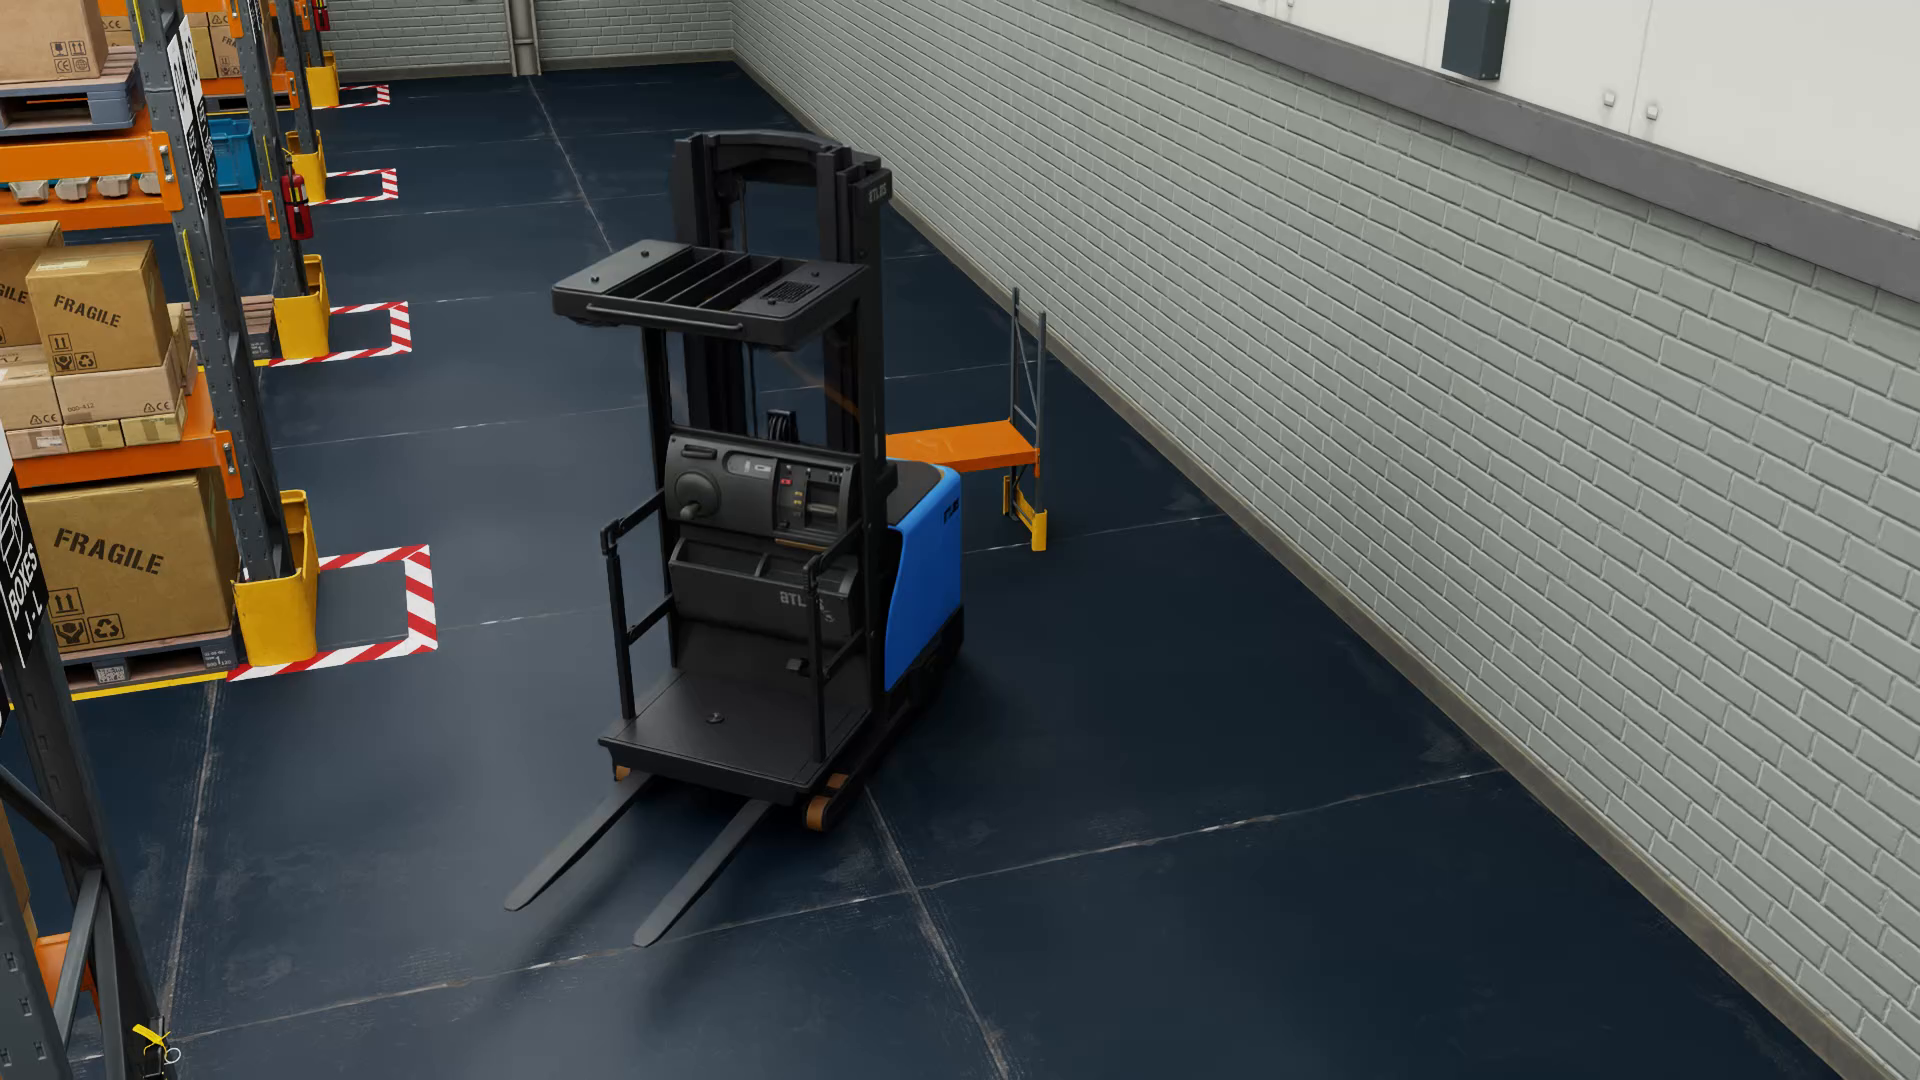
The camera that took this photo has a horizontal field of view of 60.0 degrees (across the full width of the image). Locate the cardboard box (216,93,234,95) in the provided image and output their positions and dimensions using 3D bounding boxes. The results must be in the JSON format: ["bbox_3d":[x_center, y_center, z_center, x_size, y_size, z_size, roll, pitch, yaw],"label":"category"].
[{"bbox_3d":[-9.547,-6.067,21.436,0.500,0.500,0.700,-8,28,-16],"label":"cardboard box"}]

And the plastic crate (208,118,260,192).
[{"bbox_3d":[-5.629,-2.935,12.681,0.499,0.435,0.616,-8,28,-16],"label":"plastic crate"}]

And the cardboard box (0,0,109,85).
[{"bbox_3d":[-4.312,-2.450,7.741,0.500,0.500,0.700,-10,28,-19],"label":"cardboard box"}]

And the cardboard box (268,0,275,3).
[{"bbox_3d":[-8.918,-7.266,21.175,0.700,0.700,0.980,-7,27,-14],"label":"cardboard box"}]

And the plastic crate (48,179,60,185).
[{"bbox_3d":[-6.957,-2.893,12.825,0.300,0.233,0.416,-8,28,-16],"label":"plastic crate"}]

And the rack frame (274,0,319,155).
[{"bbox_3d":[-6.899,-5.112,17.174,0.127,3.000,1.000,-8,28,-16],"label":"rack frame"}]

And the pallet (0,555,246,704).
[{"bbox_3d":[-4.571,0.469,9.068,1.213,0.211,1.003,-8,28,-16],"label":"pallet"}]

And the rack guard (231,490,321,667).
[{"bbox_3d":[-3.812,0.193,9.299,0.348,0.500,1.175,-8,28,-16],"label":"rack guard"}]

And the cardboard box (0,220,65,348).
[{"bbox_3d":[-4.850,-1.304,8.495,0.500,0.500,0.500,-9,28,-17],"label":"cardboard box"}]

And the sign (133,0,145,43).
[{"bbox_3d":[-3.680,-2.396,7.424,0.005,0.325,0.100,-8,28,-16],"label":"sign"}]

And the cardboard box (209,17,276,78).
[{"bbox_3d":[-7.240,-4.980,16.796,0.500,0.500,0.500,-7,27,-15],"label":"cardboard box"}]

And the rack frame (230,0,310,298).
[{"bbox_3d":[-5.368,-3.017,12.954,0.127,3.000,1.000,-8,28,-16],"label":"rack frame"}]

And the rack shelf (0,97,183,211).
[{"bbox_3d":[-5.736,-1.669,7.674,4.000,0.370,1.077,-8,28,-16],"label":"rack shelf"}]

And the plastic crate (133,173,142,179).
[{"bbox_3d":[-6.331,-2.984,13.008,0.300,0.233,0.416,-8,28,-16],"label":"plastic crate"}]

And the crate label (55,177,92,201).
[{"bbox_3d":[-6.625,-2.655,12.453,0.243,0.136,0.396,-8,28,-16],"label":"crate label"}]

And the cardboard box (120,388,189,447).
[{"bbox_3d":[-4.071,-0.622,8.413,0.250,0.149,0.380,-8,27,-15],"label":"cardboard box"}]

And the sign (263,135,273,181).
[{"bbox_3d":[-5.183,-2.860,12.454,0.005,0.325,0.100,-8,28,-16],"label":"sign"}]

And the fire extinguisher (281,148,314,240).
[{"bbox_3d":[-5.084,-2.644,12.709,0.183,0.674,0.296,-8,28,-16],"label":"fire extinguisher"}]

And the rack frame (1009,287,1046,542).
[{"bbox_3d":[0.402,-0.730,10.034,0.032,1.500,0.500,-8,28,-16],"label":"rack frame"}]

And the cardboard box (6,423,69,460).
[{"bbox_3d":[-4.558,-0.552,8.270,0.250,0.149,0.380,-8,28,-16],"label":"cardboard box"}]

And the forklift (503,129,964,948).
[{"bbox_3d":[-0.991,-0.194,7.345,1.130,2.935,3.031,10,28,19],"label":"forklift"}]

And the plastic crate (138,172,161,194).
[{"bbox_3d":[-6.088,-2.737,12.619,0.243,0.136,0.396,-8,28,-16],"label":"plastic crate"}]

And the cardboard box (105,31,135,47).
[{"bbox_3d":[-8.209,-4.841,16.515,0.500,0.500,0.500,-8,28,-16],"label":"cardboard box"}]

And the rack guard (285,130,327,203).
[{"bbox_3d":[-6.971,-3.982,17.709,0.348,0.500,1.175,-8,28,-16],"label":"rack guard"}]

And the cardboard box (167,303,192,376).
[{"bbox_3d":[-4.375,-1.037,8.800,0.500,0.250,0.500,-9,28,-17],"label":"cardboard box"}]

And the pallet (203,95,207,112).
[{"bbox_3d":[-10.330,-5.648,21.389,1.213,0.211,1.003,-8,28,-16],"label":"pallet"}]

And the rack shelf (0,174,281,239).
[{"bbox_3d":[-7.270,-2.420,12.560,4.000,0.370,1.077,-8,28,-16],"label":"rack shelf"}]

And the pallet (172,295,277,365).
[{"bbox_3d":[-6.165,-1.671,13.379,1.213,0.211,1.003,-8,28,-16],"label":"pallet"}]

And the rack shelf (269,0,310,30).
[{"bbox_3d":[-10.338,-6.608,20.997,4.000,0.370,1.077,-8,28,-16],"label":"rack shelf"}]

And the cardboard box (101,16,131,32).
[{"bbox_3d":[-8.208,-5.284,16.283,0.500,0.500,0.500,-7,27,-15],"label":"cardboard box"}]

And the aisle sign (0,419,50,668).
[{"bbox_3d":[-2.418,-0.113,4.182,0.004,0.787,0.394,-8,28,-16],"label":"aisle sign"}]

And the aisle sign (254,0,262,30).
[{"bbox_3d":[-5.392,-4.317,12.649,0.004,0.787,0.394,-8,28,-16],"label":"aisle sign"}]

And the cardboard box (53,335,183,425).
[{"bbox_3d":[-4.213,-0.810,8.343,0.500,0.250,0.500,-9,28,-17],"label":"cardboard box"}]

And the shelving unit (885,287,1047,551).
[{"bbox_3d":[-0.073,-0.661,9.895,1.083,1.500,0.587,-8,28,-16],"label":"shelving unit"}]

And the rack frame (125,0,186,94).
[{"bbox_3d":[-3.835,-3.610,7.402,0.127,3.000,1.000,-8,28,-16],"label":"rack frame"}]

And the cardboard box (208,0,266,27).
[{"bbox_3d":[-7.237,-5.427,16.572,0.500,0.500,0.500,-8,28,-17],"label":"cardboard box"}]

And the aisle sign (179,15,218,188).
[{"bbox_3d":[-3.859,-2.224,8.434,0.004,0.787,0.394,-8,28,-16],"label":"aisle sign"}]

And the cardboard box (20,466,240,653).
[{"bbox_3d":[-4.418,-0.038,8.870,0.875,0.875,0.875,-8,28,-16],"label":"cardboard box"}]

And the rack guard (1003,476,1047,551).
[{"bbox_3d":[0.401,-0.170,10.311,0.087,0.250,0.587,-8,28,-16],"label":"rack guard"}]
